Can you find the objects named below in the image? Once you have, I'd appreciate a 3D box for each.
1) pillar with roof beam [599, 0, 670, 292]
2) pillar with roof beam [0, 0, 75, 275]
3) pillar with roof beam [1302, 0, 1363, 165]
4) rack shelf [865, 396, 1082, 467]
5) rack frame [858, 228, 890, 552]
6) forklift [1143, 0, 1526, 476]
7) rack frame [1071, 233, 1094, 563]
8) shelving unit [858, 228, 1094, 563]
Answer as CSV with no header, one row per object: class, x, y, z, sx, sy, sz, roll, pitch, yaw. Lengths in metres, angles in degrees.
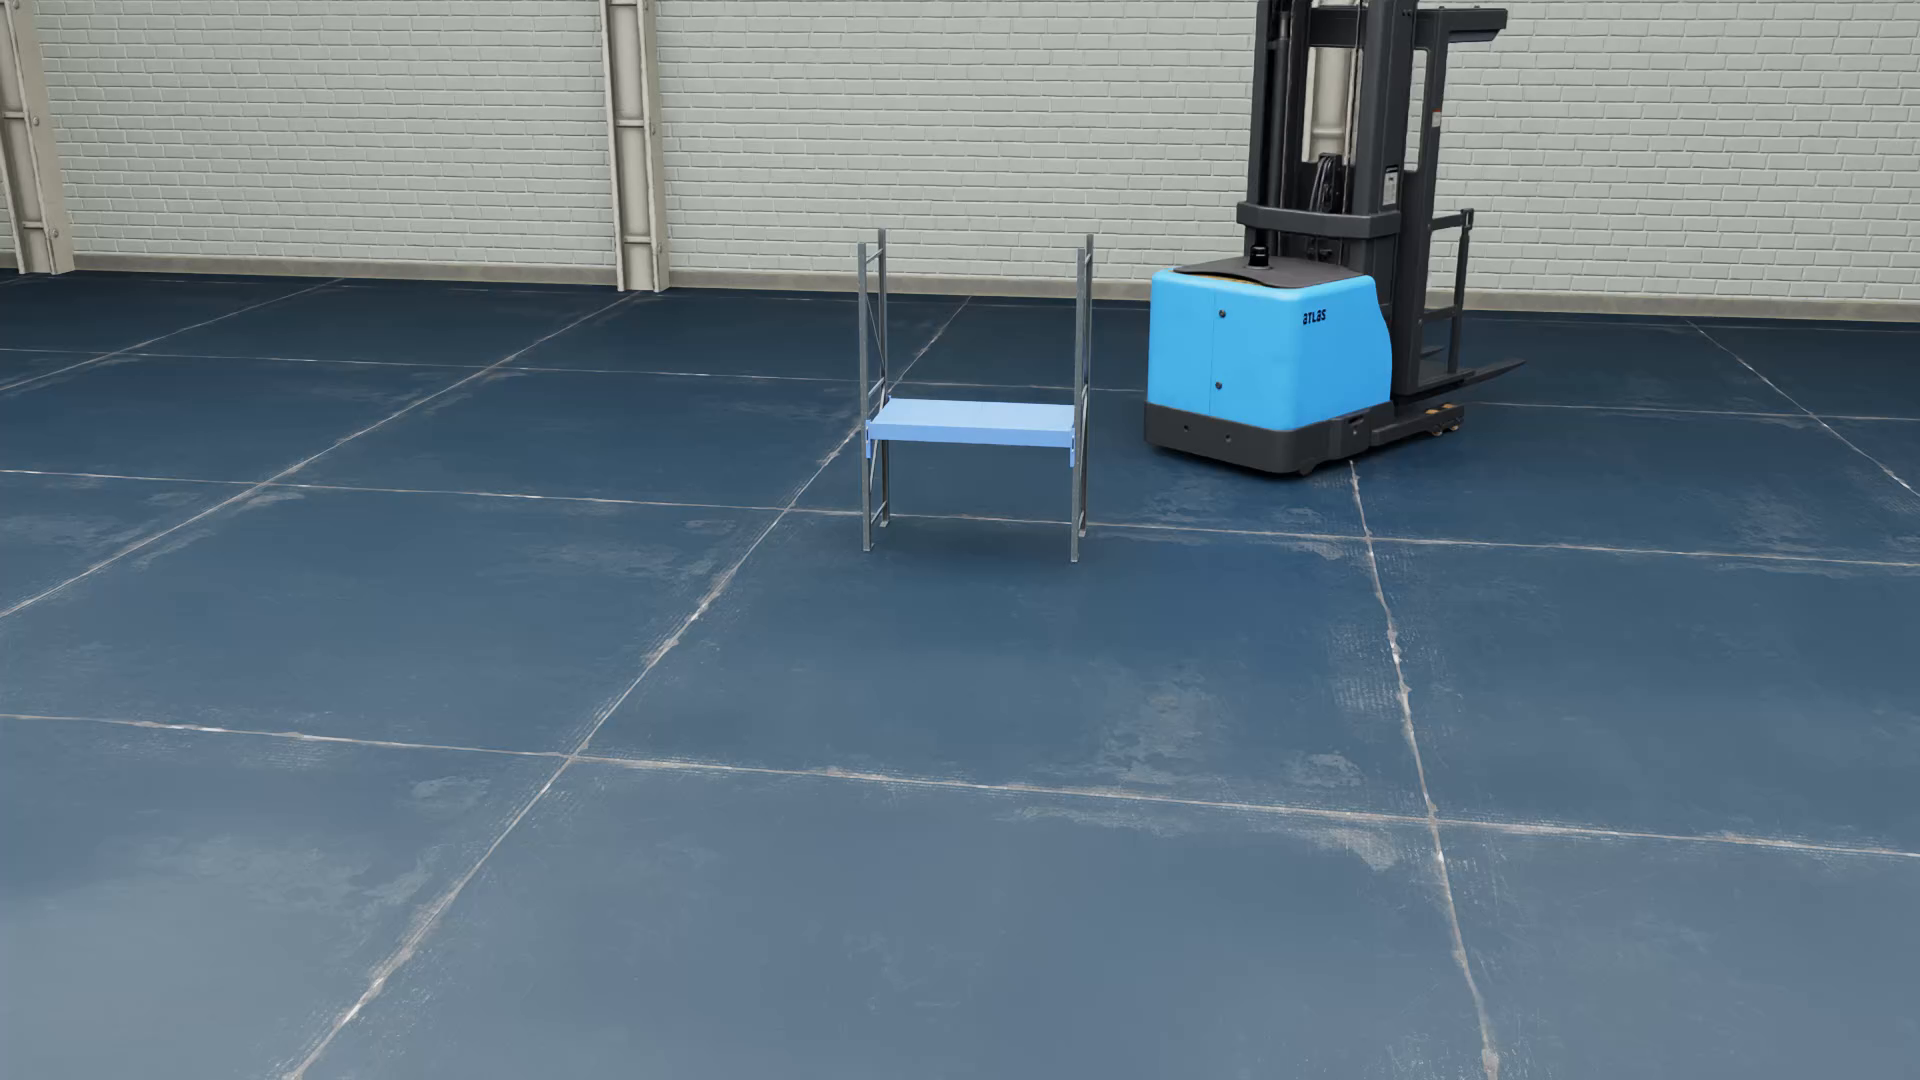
pillar with roof beam,-3.560,-5.210,9.692,0.400,9.000,9.100,3,19,9
pillar with roof beam,-9.484,-5.512,10.594,0.400,9.000,9.100,3,19,9
pillar with roof beam,2.364,-4.908,8.789,0.400,9.000,9.100,3,19,9
rack shelf,0.084,-0.536,8.109,1.000,0.185,0.538,3,19,9
rack frame,-0.418,-0.733,8.129,0.032,1.500,0.500,3,19,9
forklift,2.495,-2.129,10.048,3.031,2.935,1.130,-17,25,-41
rack frame,0.586,-0.681,7.976,0.032,1.500,0.500,3,19,9
shelving unit,0.084,-0.707,8.052,1.048,1.500,0.538,3,19,9
